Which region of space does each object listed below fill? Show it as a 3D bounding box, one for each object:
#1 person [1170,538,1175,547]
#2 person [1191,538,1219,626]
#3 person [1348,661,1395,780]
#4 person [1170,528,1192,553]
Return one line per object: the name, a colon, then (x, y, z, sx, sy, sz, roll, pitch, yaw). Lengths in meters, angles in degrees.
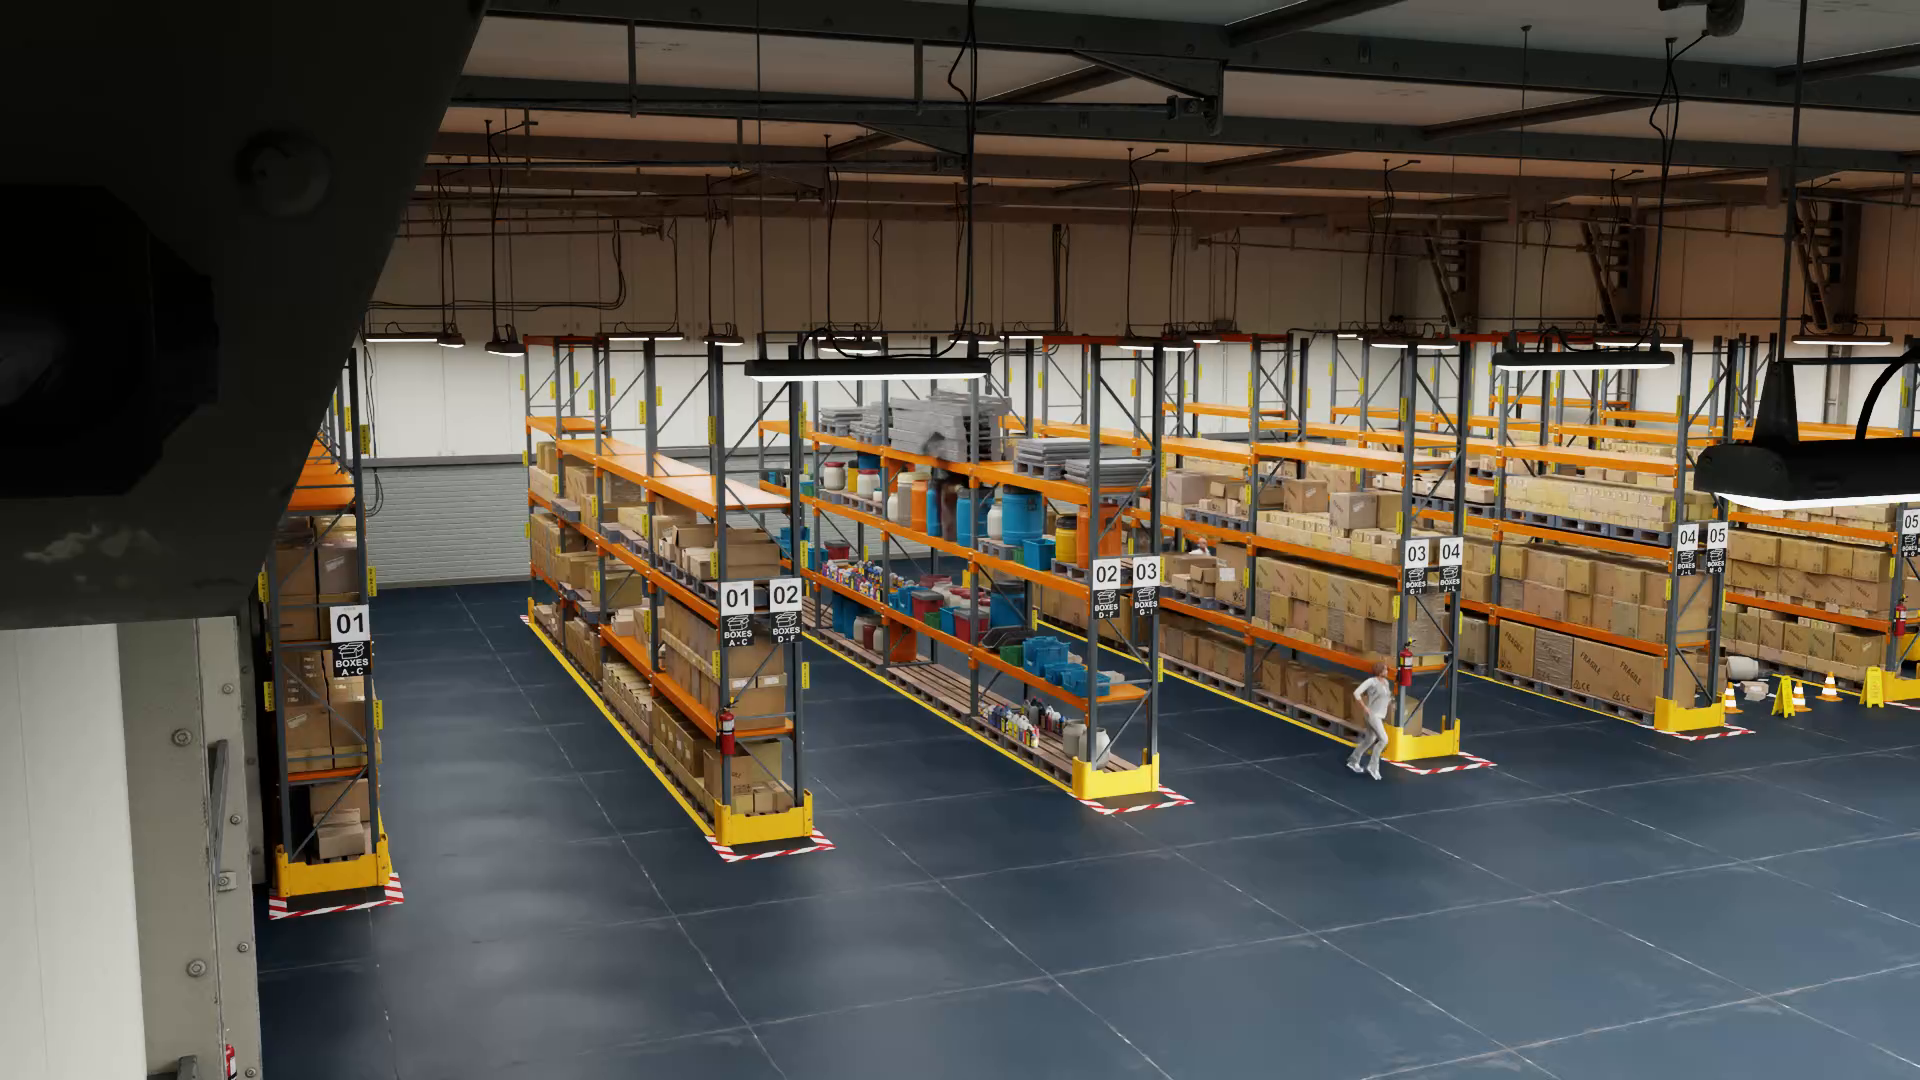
person: (5.494, -0.050, 41.744, 0.806, 1.746, 0.798, 2, 8, 15)
person: (5.016, 0.840, 34.857, 0.677, 1.785, 1.214, -4, 9, -27)
person: (5.763, 2.490, 23.151, 0.637, 1.614, 0.528, 6, 10, 38)
person: (4.901, 0.608, 36.741, 0.638, 1.781, 0.777, -2, 8, -17)
